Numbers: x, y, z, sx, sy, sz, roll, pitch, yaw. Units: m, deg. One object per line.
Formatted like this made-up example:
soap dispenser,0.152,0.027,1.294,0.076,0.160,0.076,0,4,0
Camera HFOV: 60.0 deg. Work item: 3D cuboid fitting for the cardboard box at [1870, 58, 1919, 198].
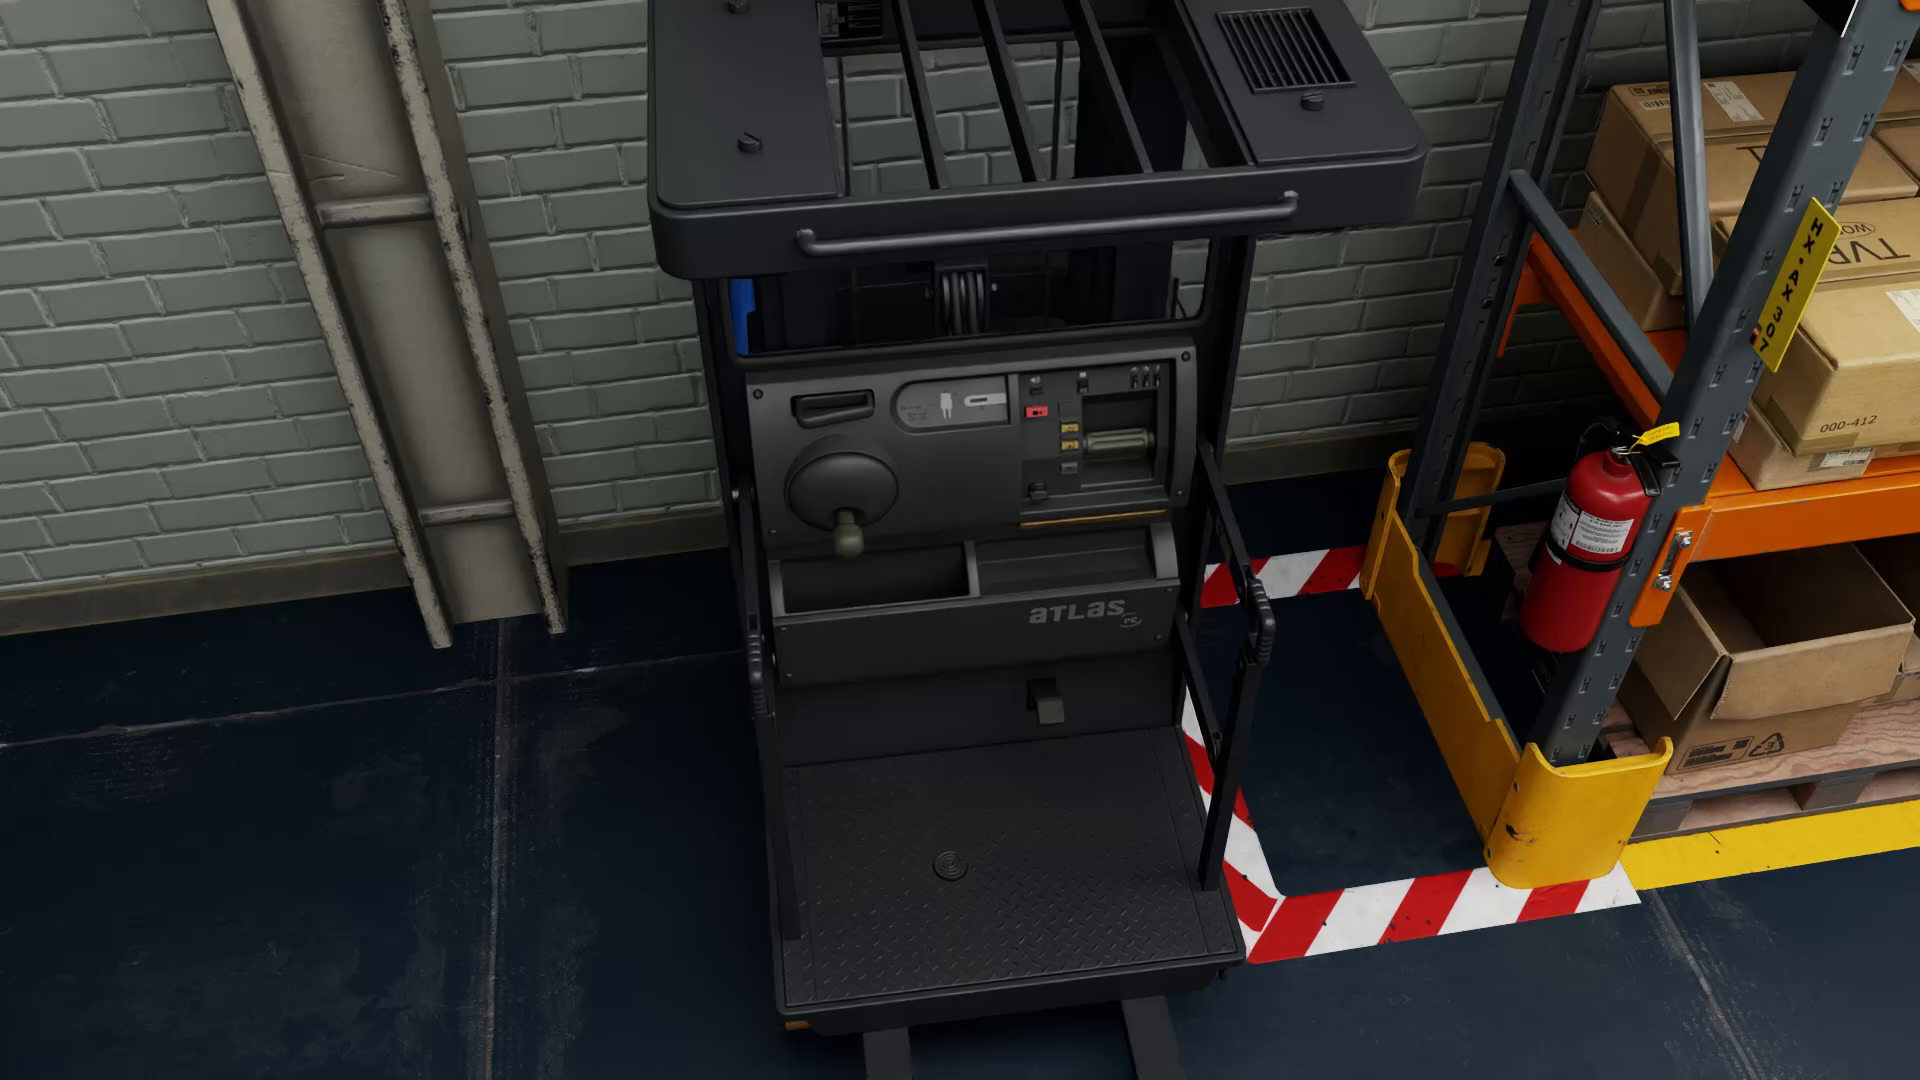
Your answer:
cardboard box,2.329,-0.901,3.933,0.500,0.250,0.500,-7,46,-7

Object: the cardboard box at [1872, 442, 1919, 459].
cardboard box,2.026,-0.365,3.693,0.250,0.149,0.380,-6,46,-6

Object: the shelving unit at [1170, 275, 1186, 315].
shelving unit,0.543,-0.340,4.953,0.210,0.900,0.258,-10,47,-9

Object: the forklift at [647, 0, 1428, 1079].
forklift,0.063,-0.095,3.306,1.130,2.935,3.031,-6,46,-5

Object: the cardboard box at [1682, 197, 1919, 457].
cardboard box,1.905,-0.458,3.506,0.500,0.250,0.500,-7,46,-7

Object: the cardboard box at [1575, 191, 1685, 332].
cardboard box,1.693,-0.687,4.003,0.250,0.149,0.380,-8,47,-7

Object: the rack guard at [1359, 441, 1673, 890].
rack guard,1.487,0.315,4.599,0.348,0.500,1.175,-7,46,-7

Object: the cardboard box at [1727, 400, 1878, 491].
cardboard box,1.783,-0.301,3.632,0.250,0.149,0.380,-7,47,-7

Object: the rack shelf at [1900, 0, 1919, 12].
rack shelf,3.383,-1.579,3.105,4.000,0.370,1.077,-7,46,-7

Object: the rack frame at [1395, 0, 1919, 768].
rack frame,1.412,-0.543,3.690,0.127,3.000,1.000,-7,46,-7

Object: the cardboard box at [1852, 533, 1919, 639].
cardboard box,2.880,0.094,4.521,0.500,0.500,0.700,-5,46,-5

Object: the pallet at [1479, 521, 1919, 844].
pallet,2.273,0.317,4.798,1.213,0.211,1.003,-7,46,-7

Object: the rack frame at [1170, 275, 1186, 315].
rack frame,0.642,-0.357,4.969,0.006,0.900,0.240,-10,47,-9

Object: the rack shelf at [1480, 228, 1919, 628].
rack shelf,3.383,-0.539,4.186,4.000,0.370,1.077,-7,46,-7

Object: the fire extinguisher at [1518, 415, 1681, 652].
fire extinguisher,1.346,-0.040,3.519,0.183,0.674,0.296,-7,46,-7

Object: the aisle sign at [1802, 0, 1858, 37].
aisle sign,1.395,-1.228,2.545,0.004,0.787,0.394,-7,46,-7

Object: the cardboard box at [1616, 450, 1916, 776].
cardboard box,2.031,0.170,4.445,0.637,0.503,0.797,-9,47,-8

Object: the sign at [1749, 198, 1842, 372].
sign,1.505,-0.458,3.007,0.005,0.325,0.100,-7,46,-7

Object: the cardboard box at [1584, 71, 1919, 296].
cardboard box,1.820,-0.839,3.873,0.500,0.250,0.500,-6,46,-6

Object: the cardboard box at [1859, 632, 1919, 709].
cardboard box,2.457,0.268,4.597,0.250,0.149,0.380,-9,47,-8
